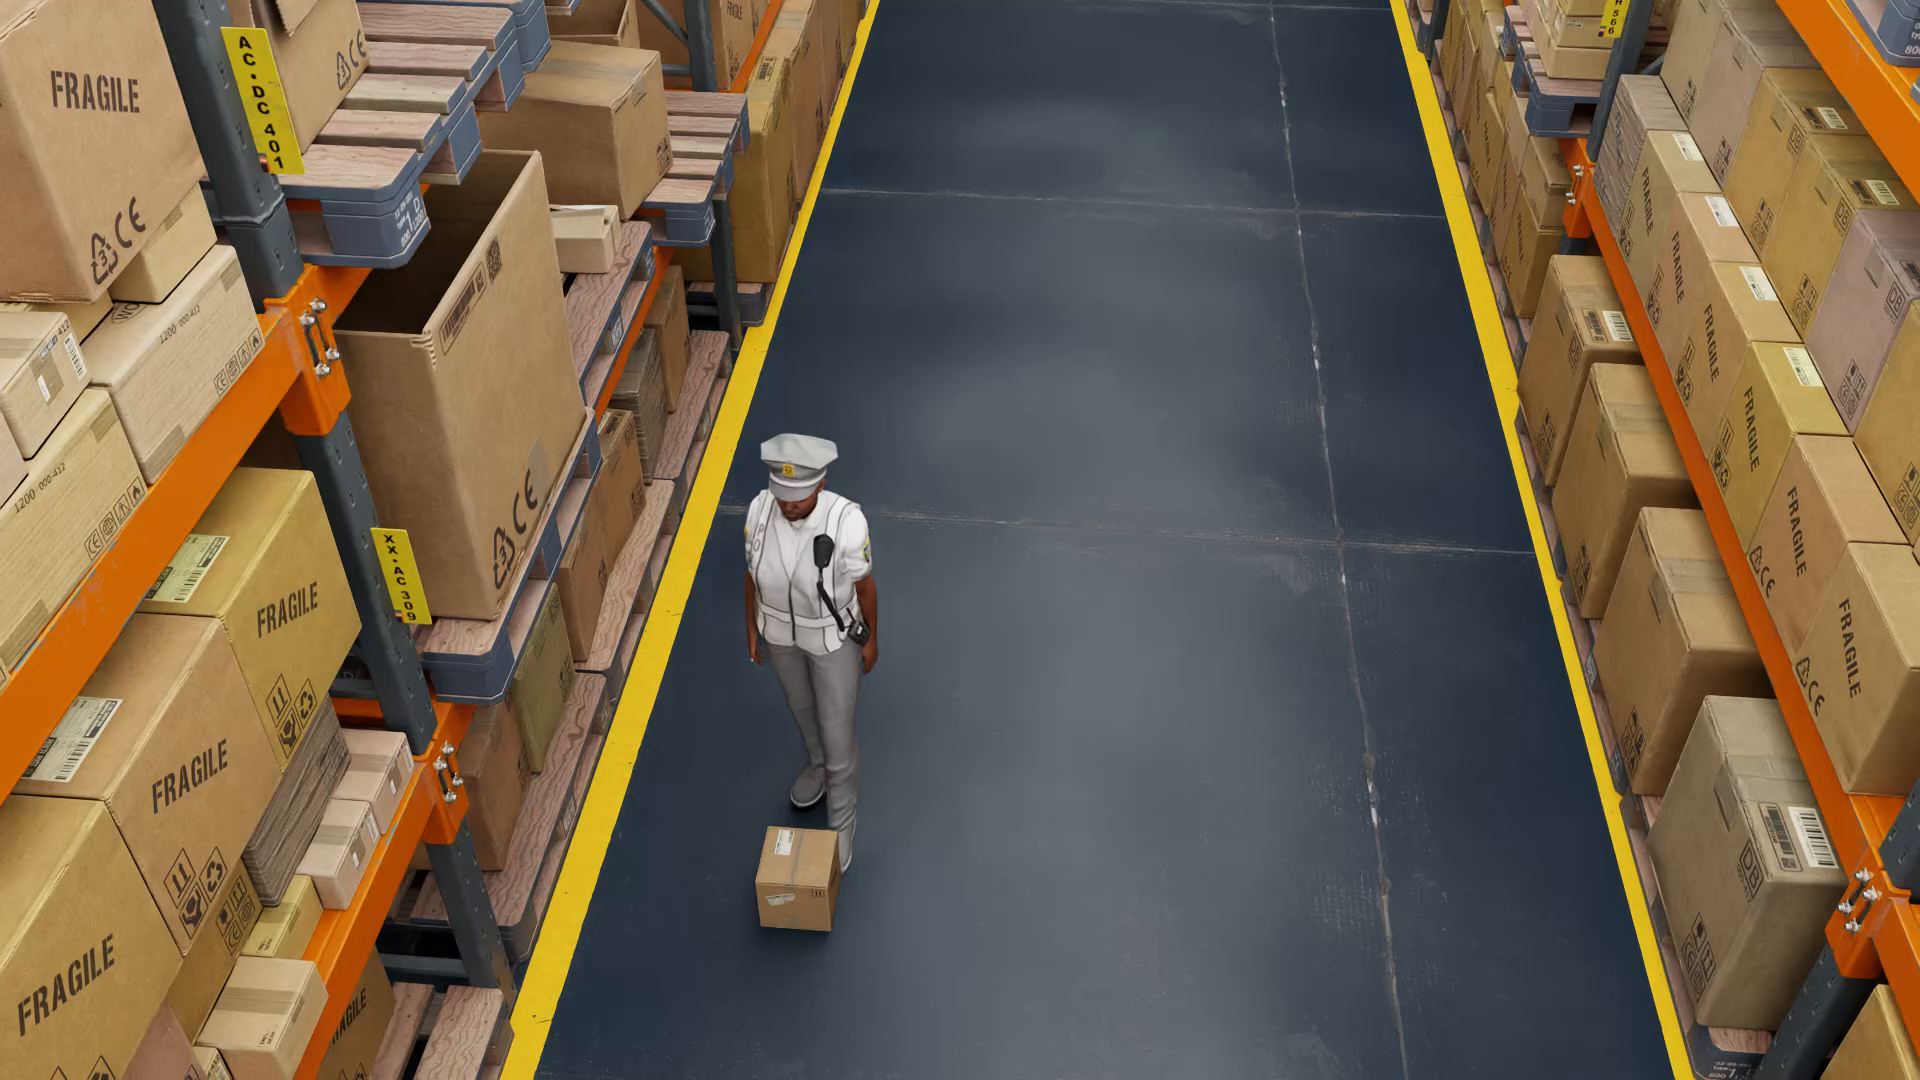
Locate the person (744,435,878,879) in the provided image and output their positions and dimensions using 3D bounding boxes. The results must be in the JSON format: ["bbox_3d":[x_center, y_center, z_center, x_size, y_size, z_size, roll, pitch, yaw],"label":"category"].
[{"bbox_3d":[-0.543,0.382,5.686,0.470,1.669,0.593,12,42,14],"label":"person"}]
